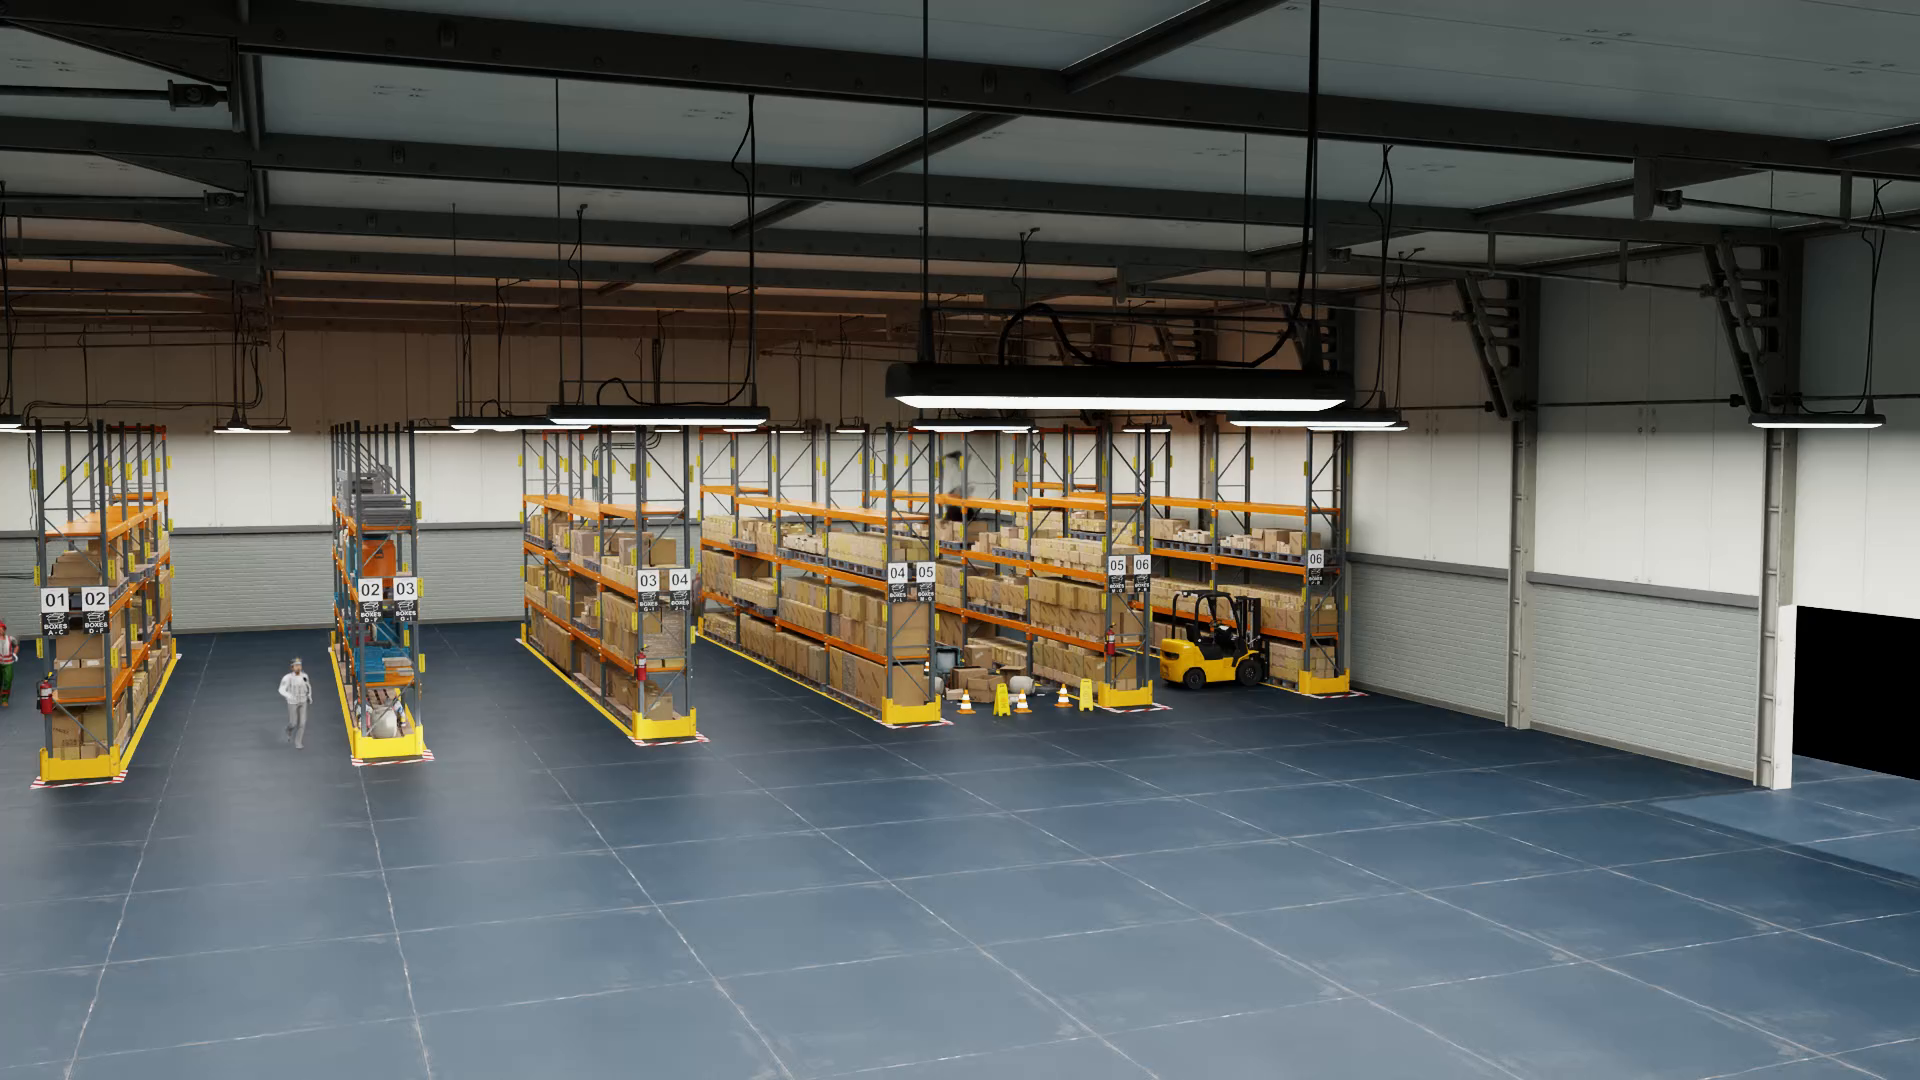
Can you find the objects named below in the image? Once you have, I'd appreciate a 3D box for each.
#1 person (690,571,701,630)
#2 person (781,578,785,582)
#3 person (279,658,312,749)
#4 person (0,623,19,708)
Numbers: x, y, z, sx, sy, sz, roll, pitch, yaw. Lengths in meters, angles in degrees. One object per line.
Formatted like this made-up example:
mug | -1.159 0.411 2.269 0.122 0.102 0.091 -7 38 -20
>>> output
person | -7.753 1.786 49.323 0.710 1.727 0.678 2 4 25
person | -4.913 1.949 47.068 0.652 1.700 0.744 -2 4 -30
person | -12.170 2.986 30.529 0.609 1.654 0.558 -3 5 -41
person | -20.306 2.641 35.275 0.657 1.771 0.863 -2 4 -35
